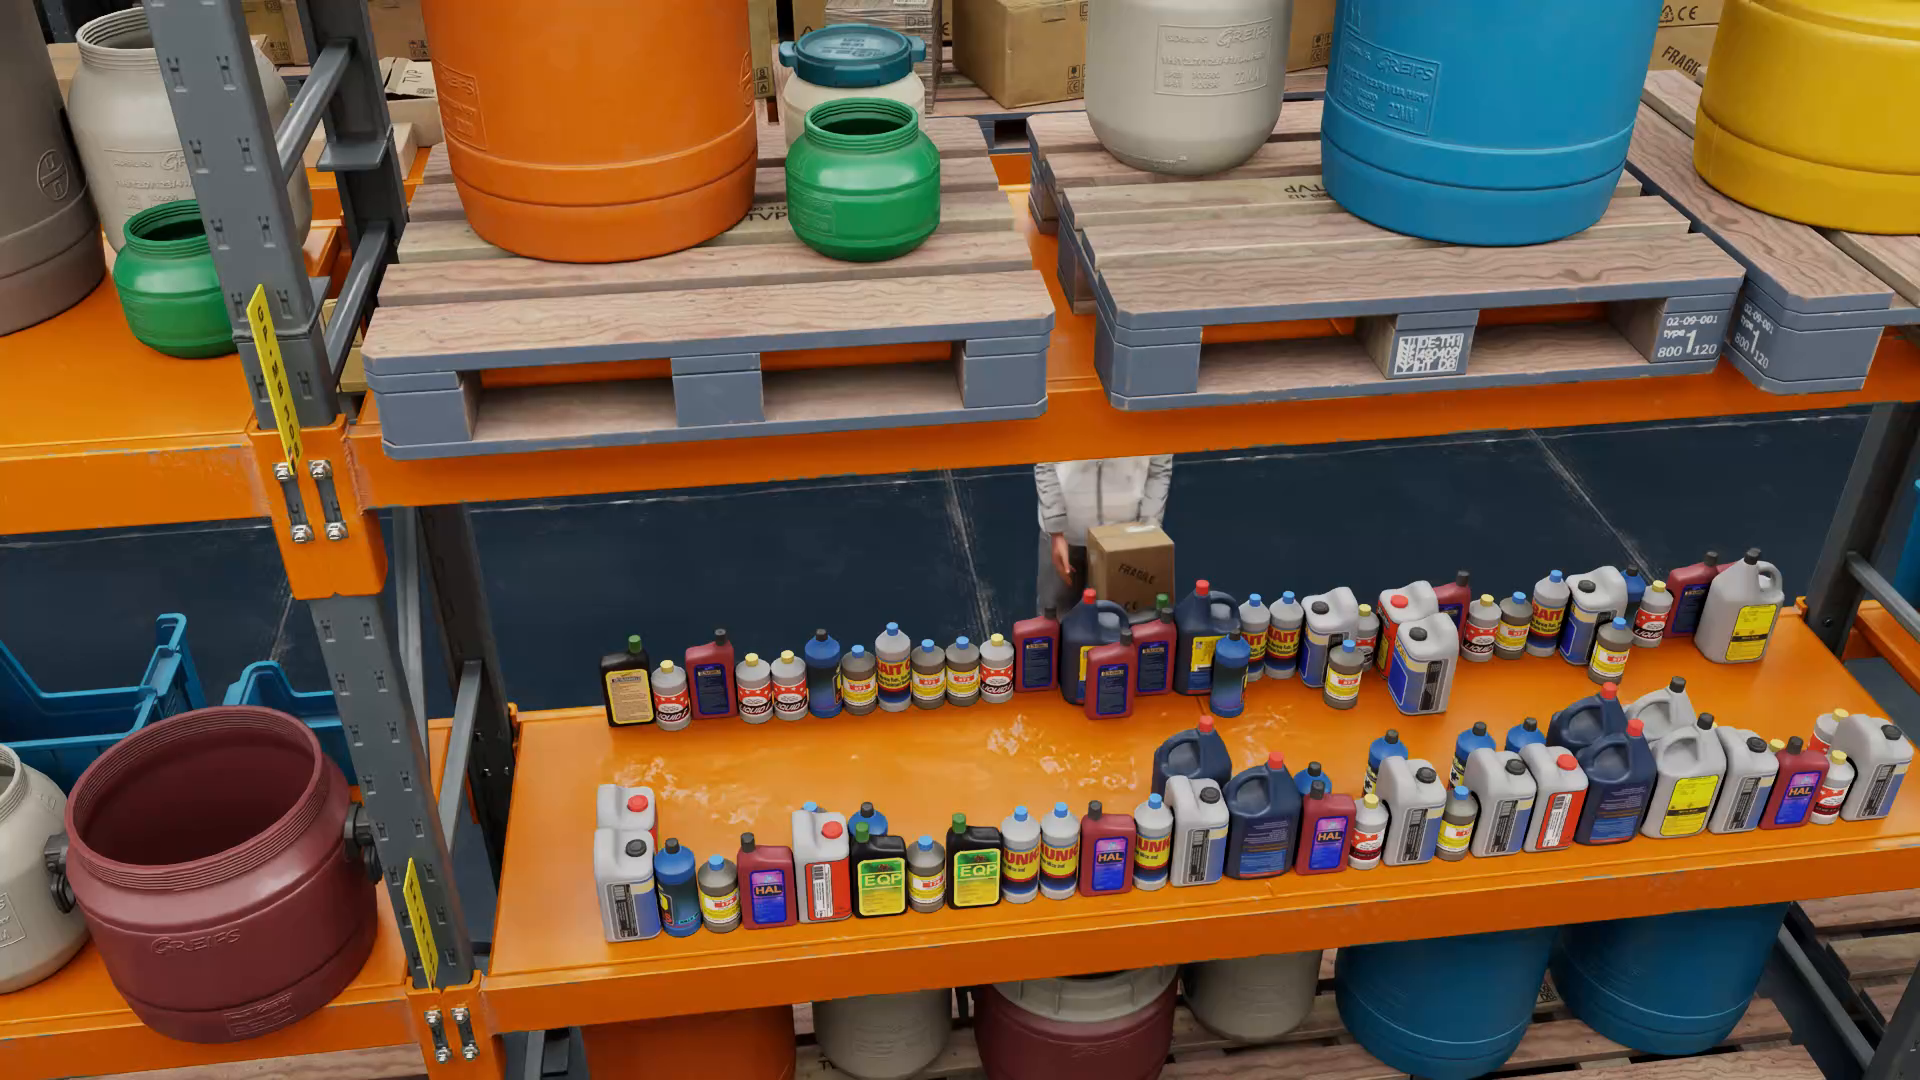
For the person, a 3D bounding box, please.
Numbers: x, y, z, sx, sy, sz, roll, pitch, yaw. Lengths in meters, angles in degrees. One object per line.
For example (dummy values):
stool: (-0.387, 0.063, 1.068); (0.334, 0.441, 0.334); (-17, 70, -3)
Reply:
person: (0.514, -0.014, 6.137); (0.514, 1.776, 0.533); (0, 35, -1)
